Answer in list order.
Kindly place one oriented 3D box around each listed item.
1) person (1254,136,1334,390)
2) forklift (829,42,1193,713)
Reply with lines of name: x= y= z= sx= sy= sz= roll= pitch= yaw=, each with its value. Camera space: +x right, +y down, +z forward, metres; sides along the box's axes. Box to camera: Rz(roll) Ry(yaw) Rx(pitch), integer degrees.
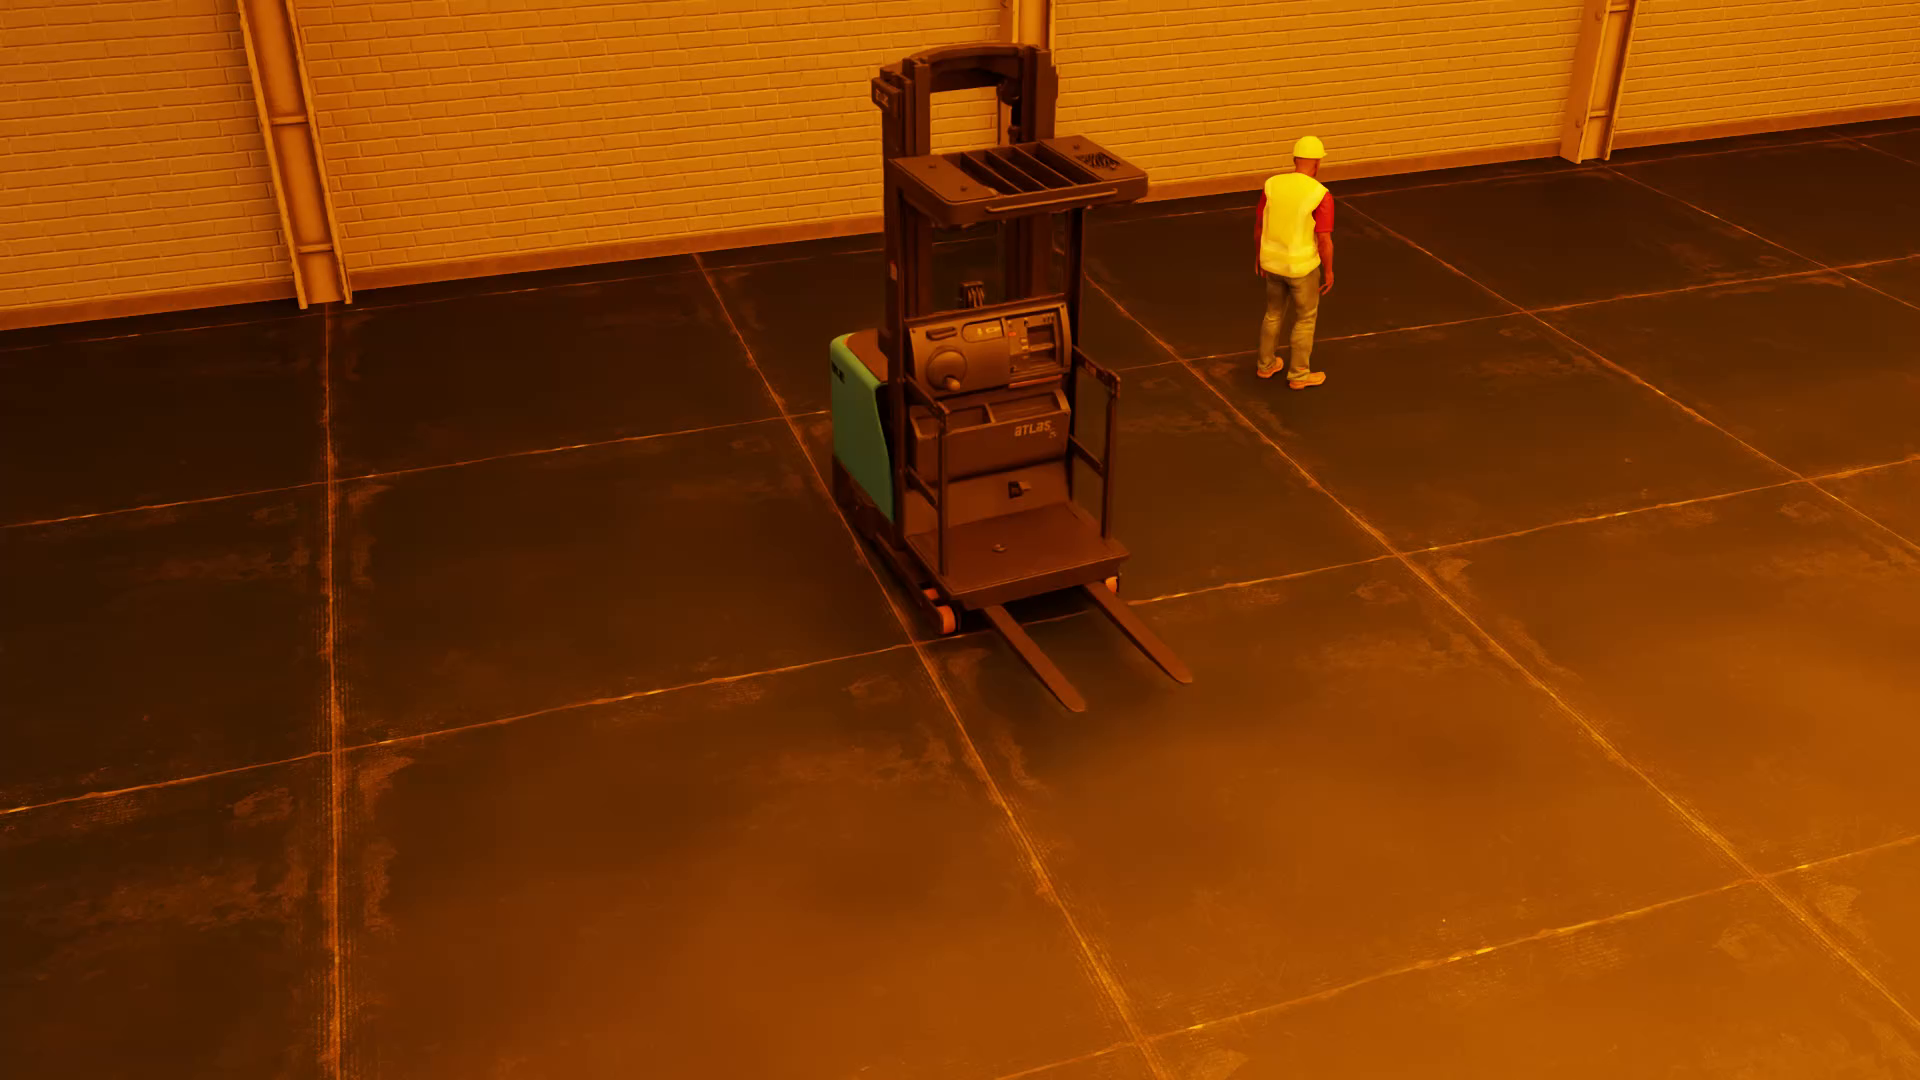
person: x=2.341 y=-1.942 z=11.641 sx=0.626 sy=1.759 sz=0.463 roll=26 pitch=39 yaw=37
forklift: x=0.256 y=-0.993 z=8.813 sx=1.130 sy=2.935 sz=3.031 roll=-12 pitch=32 yaw=-20
